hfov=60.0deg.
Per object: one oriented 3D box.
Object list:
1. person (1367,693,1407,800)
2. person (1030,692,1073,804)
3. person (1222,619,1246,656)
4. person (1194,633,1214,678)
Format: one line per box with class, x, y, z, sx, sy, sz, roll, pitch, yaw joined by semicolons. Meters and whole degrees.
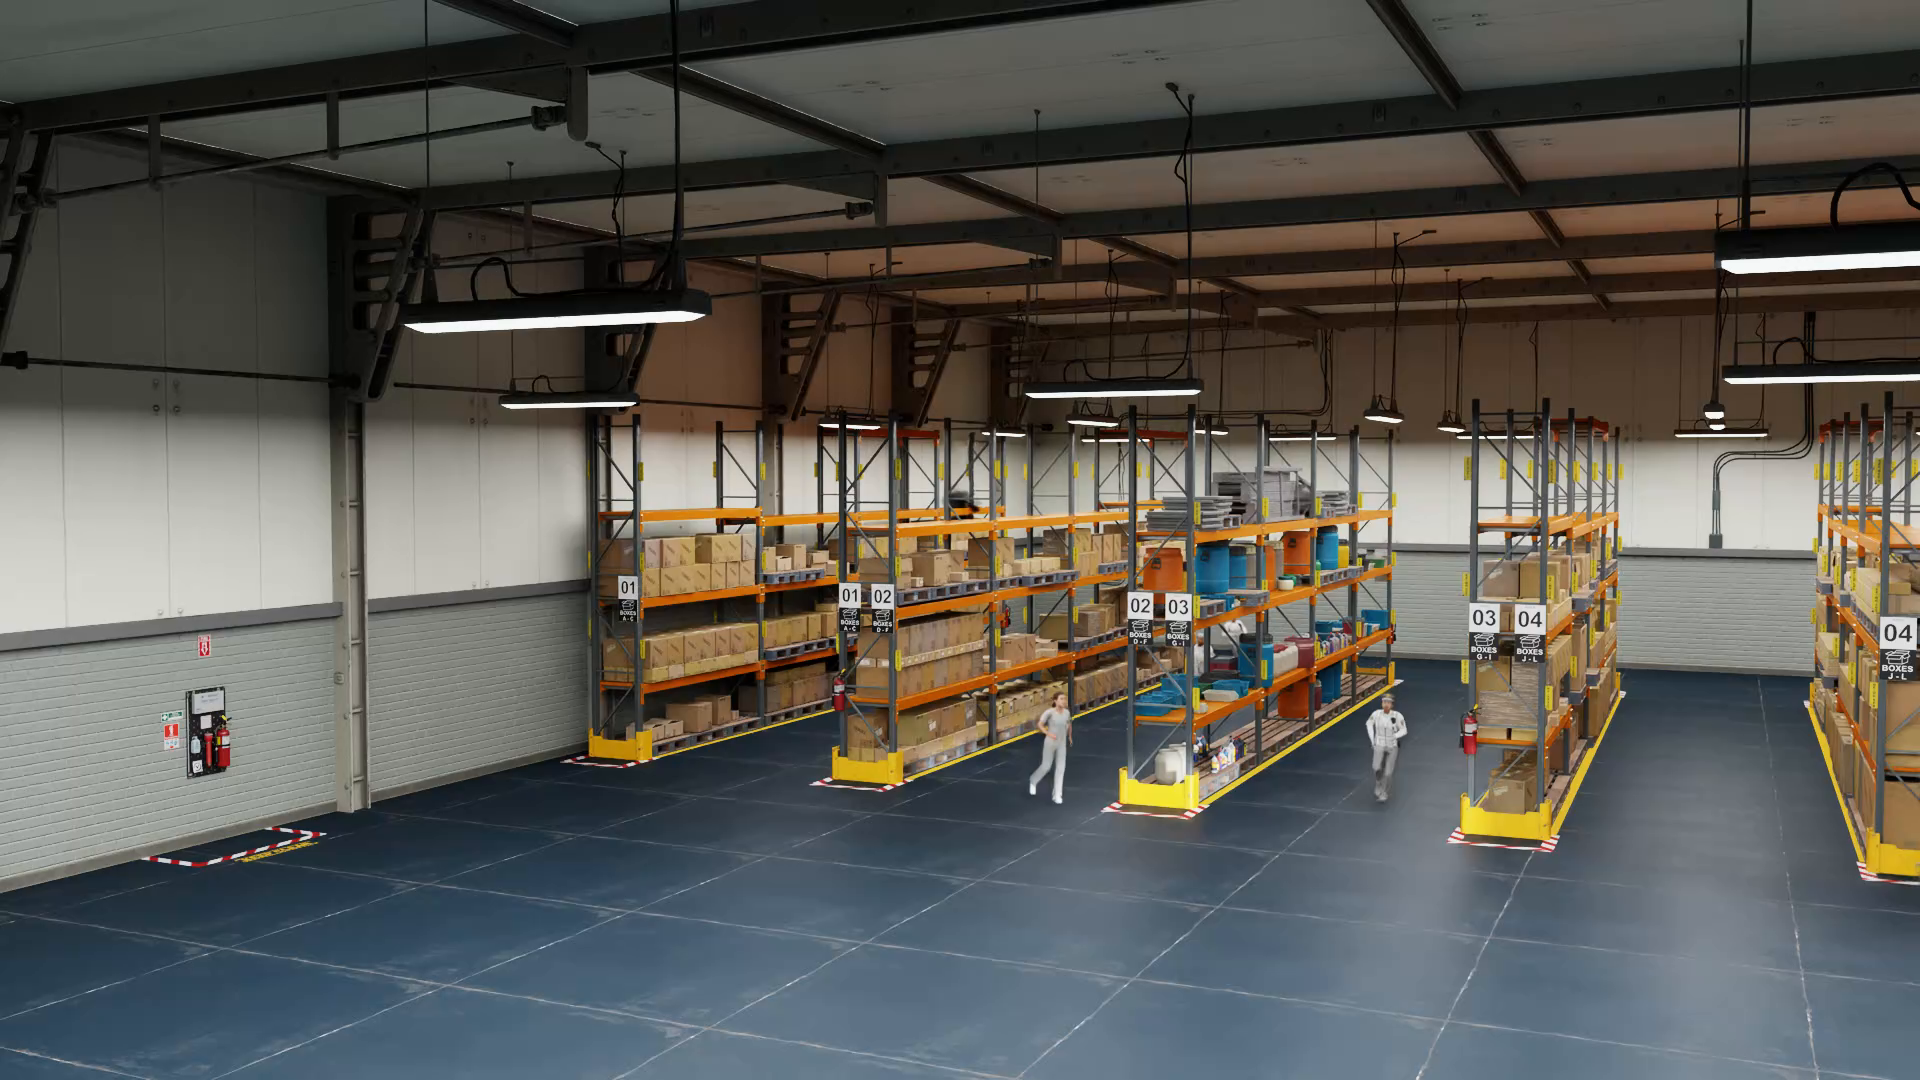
person;6.444;3.131;25.160;0.614;1.651;0.594;1;2;19
person;1.478;3.121;25.309;0.620;1.632;0.948;-1;3;-21
person;6.676;2.532;40.309;0.691;1.696;0.769;0;2;2
person;5.021;2.763;34.627;0.579;1.669;0.651;1;3;26
